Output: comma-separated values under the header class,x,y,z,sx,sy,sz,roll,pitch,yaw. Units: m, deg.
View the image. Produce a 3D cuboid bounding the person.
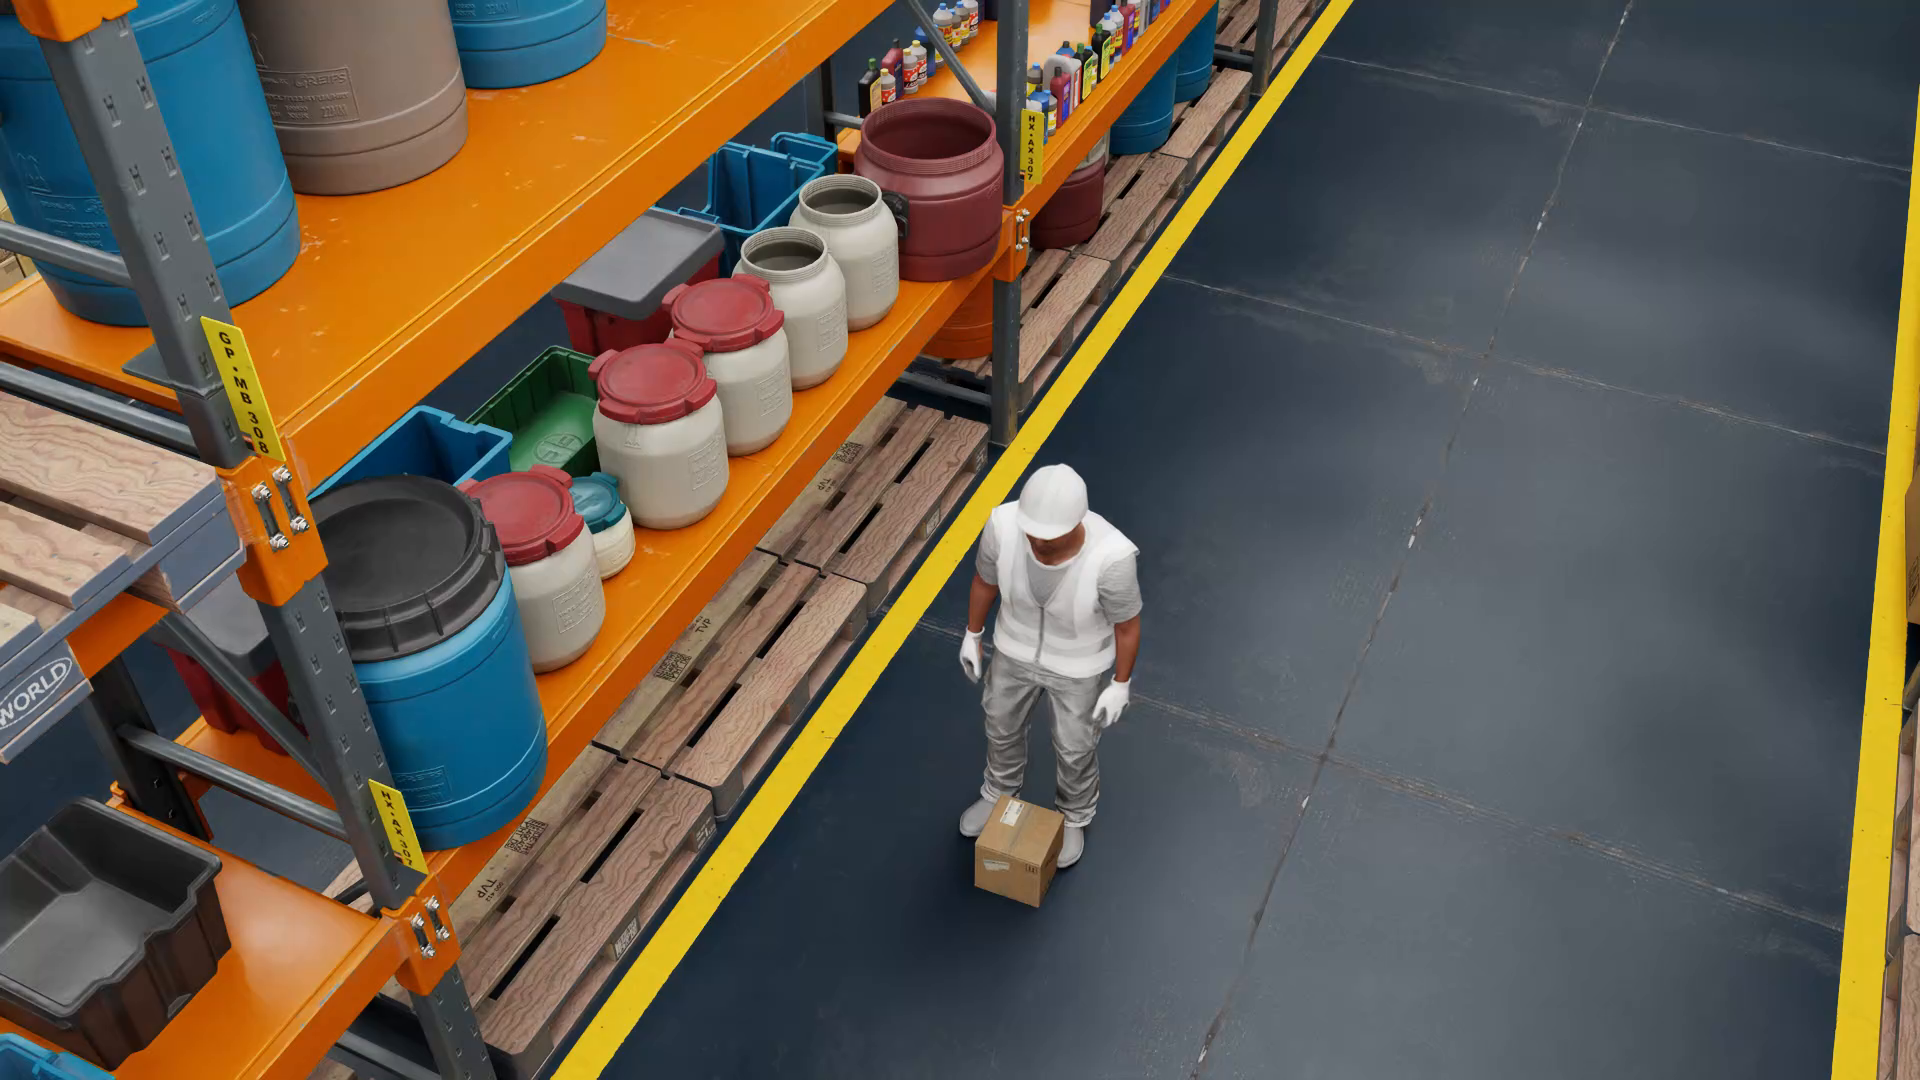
class,x,y,z,sx,sy,sz,roll,pitch,yaw
person,0.298,0.413,5.685,0.618,1.775,0.446,18,45,19
